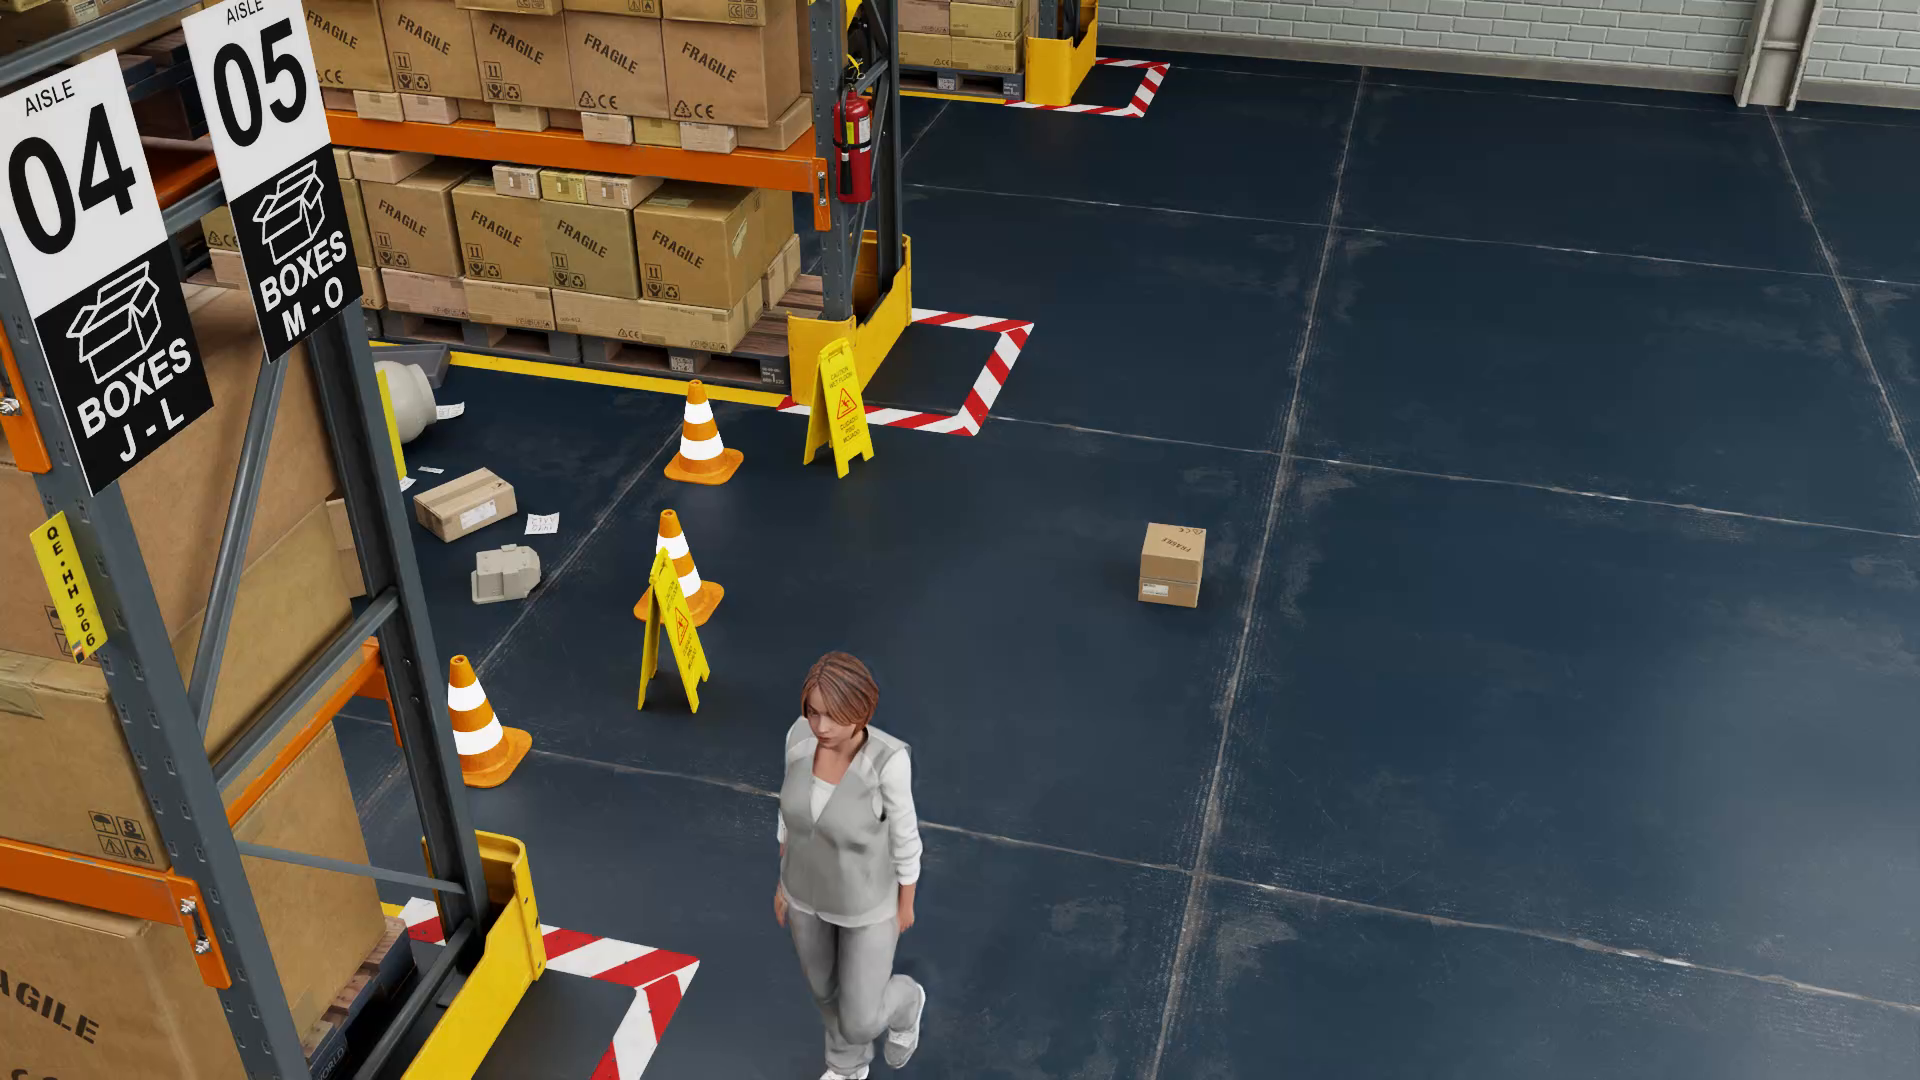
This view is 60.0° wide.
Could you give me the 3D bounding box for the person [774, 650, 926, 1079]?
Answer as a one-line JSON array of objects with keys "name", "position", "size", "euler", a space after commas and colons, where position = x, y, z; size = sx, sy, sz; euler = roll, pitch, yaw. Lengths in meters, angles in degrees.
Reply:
[{"name": "person", "position": [-0.304, 0.975, 4.620], "size": [0.414, 1.590, 0.449], "euler": [17, 37, 24]}]
